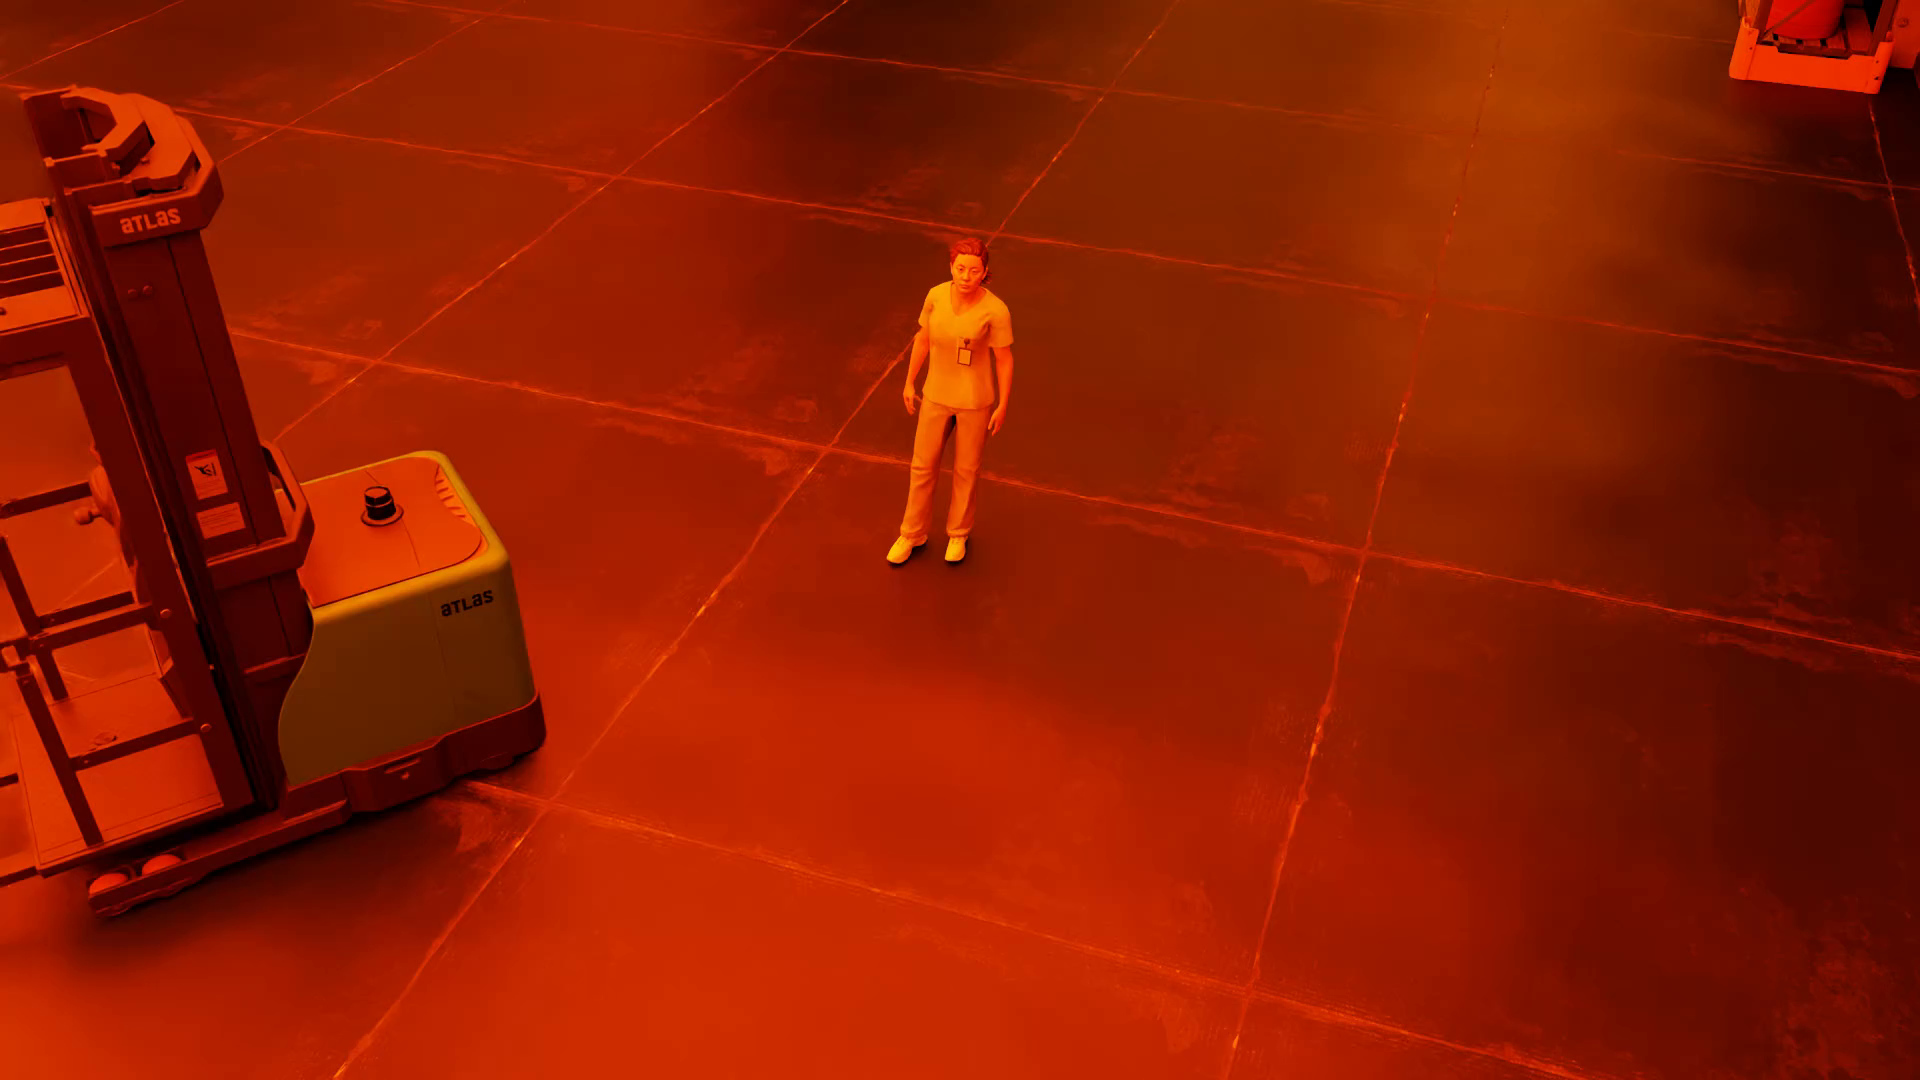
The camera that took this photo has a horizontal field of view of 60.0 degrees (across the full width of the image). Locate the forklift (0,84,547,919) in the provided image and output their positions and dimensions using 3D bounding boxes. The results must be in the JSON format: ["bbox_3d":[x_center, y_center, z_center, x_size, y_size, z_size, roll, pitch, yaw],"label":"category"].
[{"bbox_3d":[-3.348,-0.066,6.205,3.031,2.935,1.130,-19,40,-25],"label":"forklift"}]

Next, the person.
[{"bbox_3d":[-0.037,-0.652,8.103,0.549,1.675,0.549,12,37,16],"label":"person"}]
